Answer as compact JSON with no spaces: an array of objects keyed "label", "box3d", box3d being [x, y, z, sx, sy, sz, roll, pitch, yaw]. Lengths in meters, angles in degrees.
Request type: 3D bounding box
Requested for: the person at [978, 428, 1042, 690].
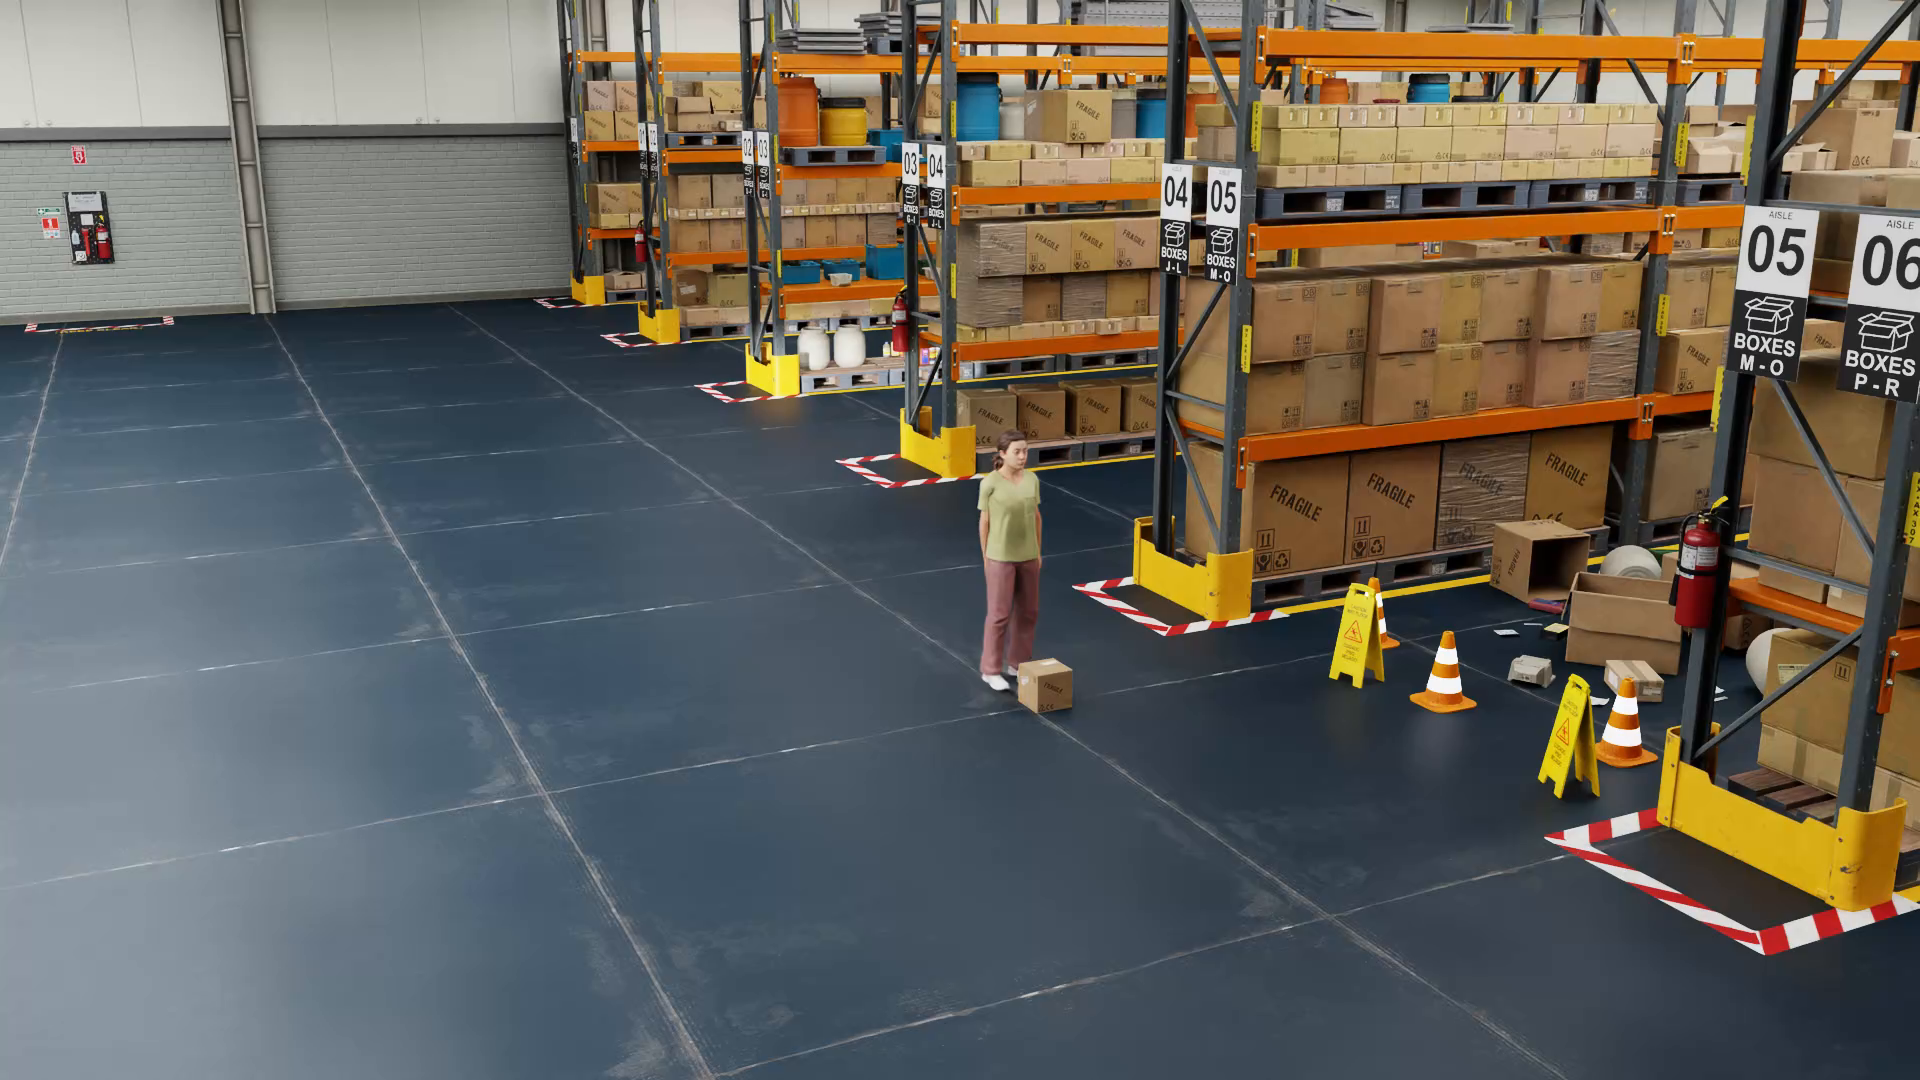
[{"label":"person","box3d":[0.333,0.116,10.621,0.439,1.668,0.370,-7,17,-24]}]
